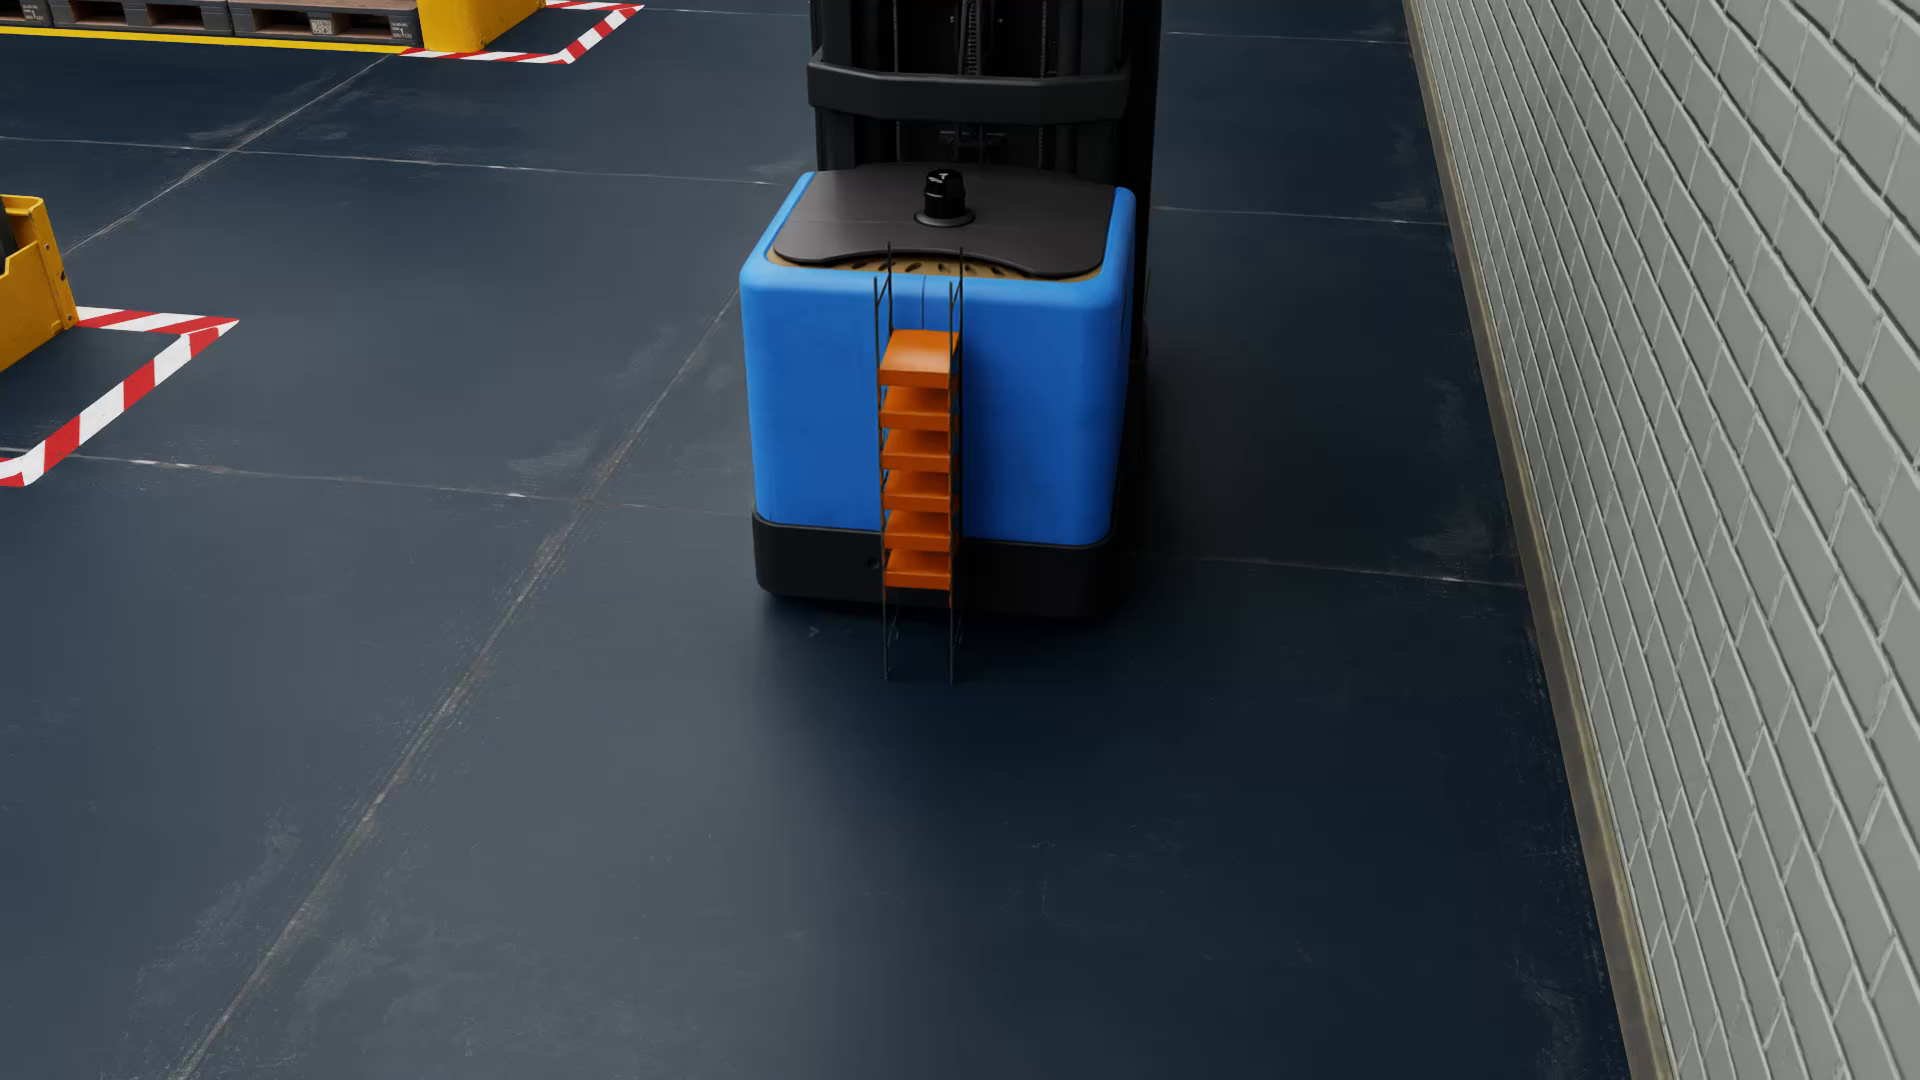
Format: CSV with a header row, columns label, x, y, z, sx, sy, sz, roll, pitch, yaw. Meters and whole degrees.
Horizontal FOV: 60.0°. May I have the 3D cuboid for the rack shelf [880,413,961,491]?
label,x,y,z,sx,sy,sz,roll,pitch,yaw
rack shelf,-0.100,-0.240,4.359,0.180,0.103,0.258,4,32,6

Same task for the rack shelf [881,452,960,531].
label,x,y,z,sx,sy,sz,roll,pitch,yaw
rack shelf,-0.100,-0.138,4.423,0.180,0.103,0.258,4,32,6

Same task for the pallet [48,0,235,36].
label,x,y,z,sx,sy,sz,roll,pitch,yaw
pallet,-4.973,-3.491,10.628,1.213,0.211,1.003,5,32,8

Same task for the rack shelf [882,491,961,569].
label,x,y,z,sx,sy,sz,roll,pitch,yaw
rack shelf,-0.100,-0.036,4.487,0.180,0.103,0.258,4,32,6

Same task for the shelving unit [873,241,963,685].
label,x,y,z,sx,sy,sz,roll,pitch,yaw
shelving unit,-0.100,-0.175,4.399,0.189,1.200,0.258,4,32,6

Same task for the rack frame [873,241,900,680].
label,x,y,z,sx,sy,sz,roll,pitch,yaw
rack frame,-0.191,-0.181,4.408,0.006,1.200,0.240,4,32,6

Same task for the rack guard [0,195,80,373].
label,x,y,z,sx,sy,sz,roll,pitch,yaw
rack guard,-3.777,-0.817,6.084,0.348,0.500,1.175,5,32,8

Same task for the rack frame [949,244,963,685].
label,x,y,z,sx,sy,sz,roll,pitch,yaw
rack frame,-0.009,-0.170,4.390,0.006,1.200,0.240,4,32,6

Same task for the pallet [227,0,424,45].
label,x,y,z,sx,sy,sz,roll,pitch,yaw
pallet,-3.774,-3.381,10.452,1.213,0.211,1.003,5,32,8

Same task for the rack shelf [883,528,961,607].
label,x,y,z,sx,sy,sz,roll,pitch,yaw
rack shelf,-0.100,0.066,4.550,0.180,0.103,0.258,4,32,6

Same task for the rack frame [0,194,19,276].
label,x,y,z,sx,sy,sz,roll,pitch,yaw
rack frame,-3.800,-1.879,5.424,0.127,3.000,1.000,5,32,8

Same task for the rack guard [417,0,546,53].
label,x,y,z,sx,sy,sz,roll,pitch,yaw
rack guard,-2.941,-3.414,10.233,0.348,0.500,1.175,5,32,8

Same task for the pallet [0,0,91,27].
label,x,y,z,sx,sy,sz,roll,pitch,yaw
pallet,-6.179,-3.599,10.800,1.213,0.211,1.003,5,32,8

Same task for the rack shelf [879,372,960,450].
label,x,y,z,sx,sy,sz,roll,pitch,yaw
rack shelf,-0.100,-0.341,4.296,0.180,0.103,0.258,4,32,6

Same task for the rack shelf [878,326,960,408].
label,x,y,z,sx,sy,sz,roll,pitch,yaw
rack shelf,-0.100,-0.443,4.232,0.180,0.103,0.258,4,32,6

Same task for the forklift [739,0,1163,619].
label,x,y,z,sx,sy,sz,roll,pitch,yaw
forklift,0.114,-1.782,5.335,1.130,2.935,3.031,4,32,7
